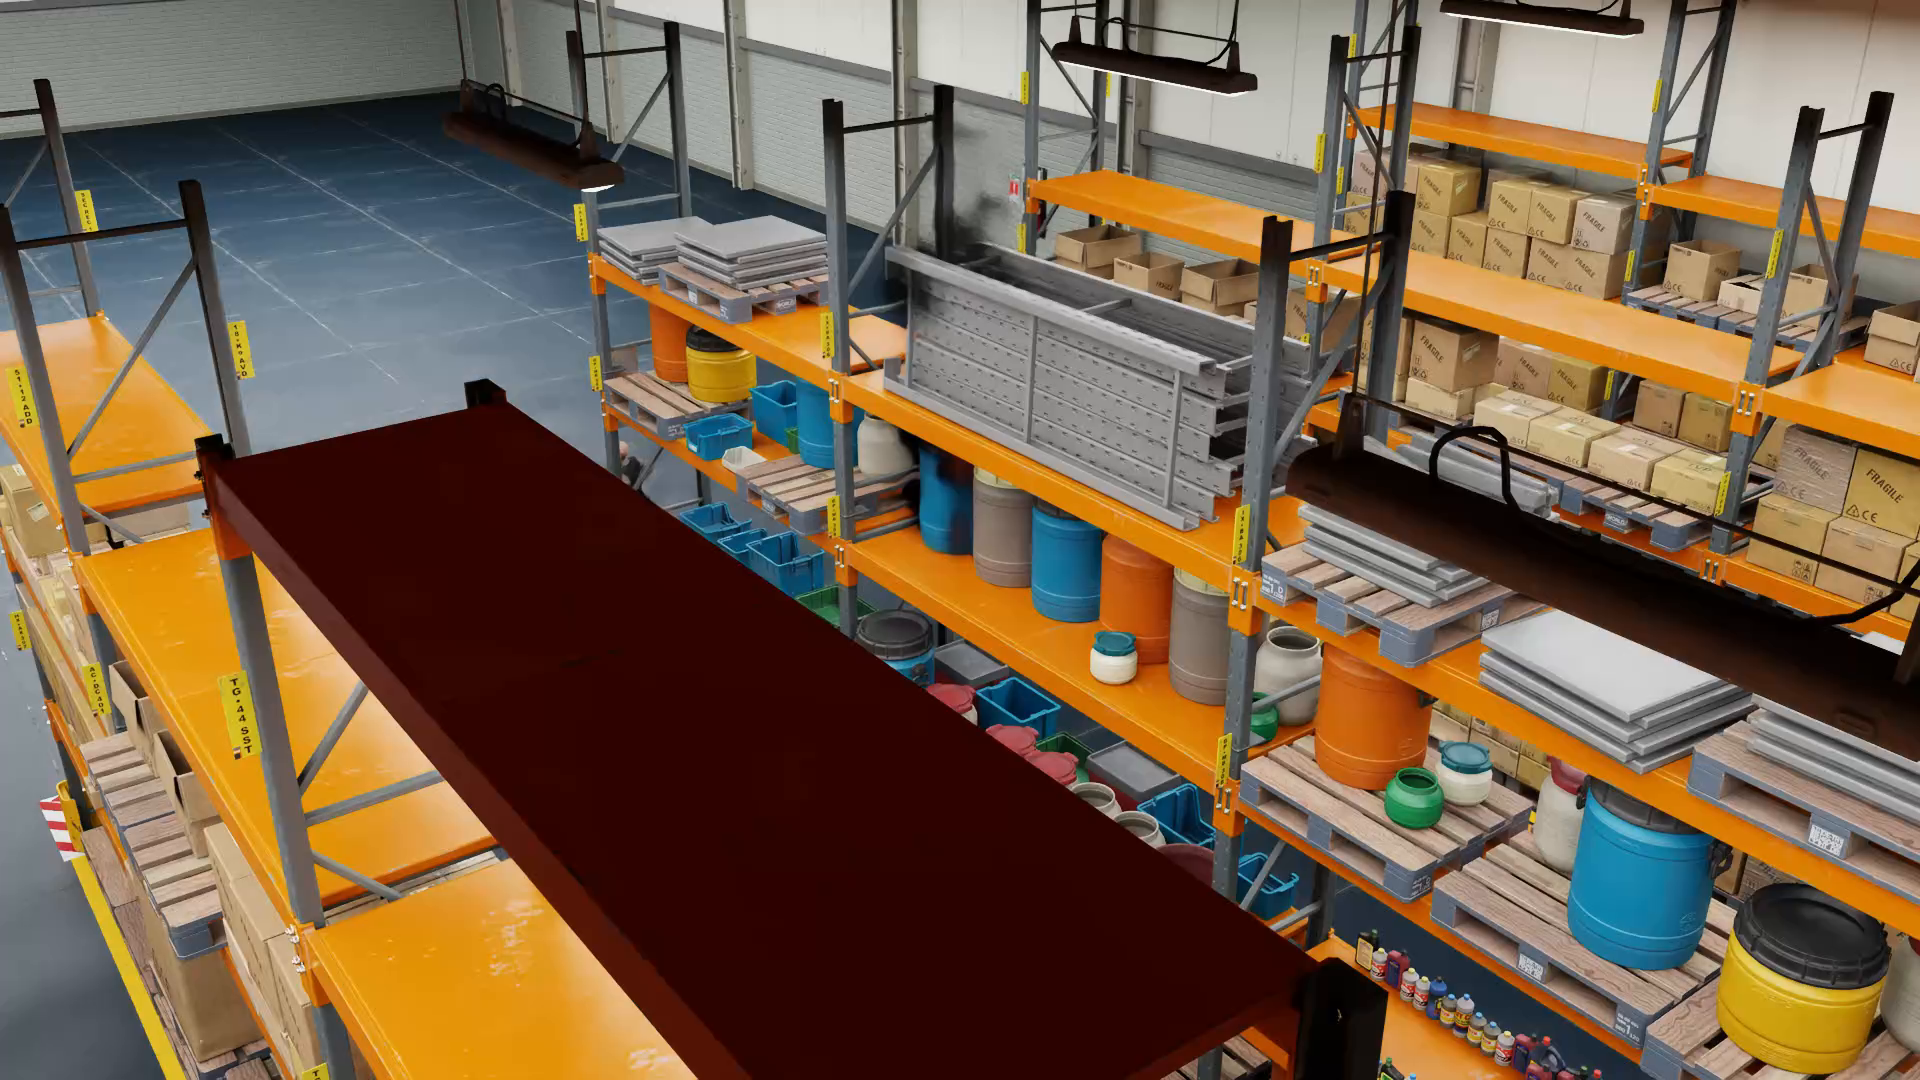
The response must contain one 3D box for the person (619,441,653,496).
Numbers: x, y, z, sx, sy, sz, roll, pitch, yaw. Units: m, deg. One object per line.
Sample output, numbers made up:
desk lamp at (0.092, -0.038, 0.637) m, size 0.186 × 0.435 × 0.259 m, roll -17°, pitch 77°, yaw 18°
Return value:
person at (-3.417, -0.234, 17.513) m, size 0.766 × 1.773 × 0.659 m, roll -1°, pitch 25°, yaw -1°
